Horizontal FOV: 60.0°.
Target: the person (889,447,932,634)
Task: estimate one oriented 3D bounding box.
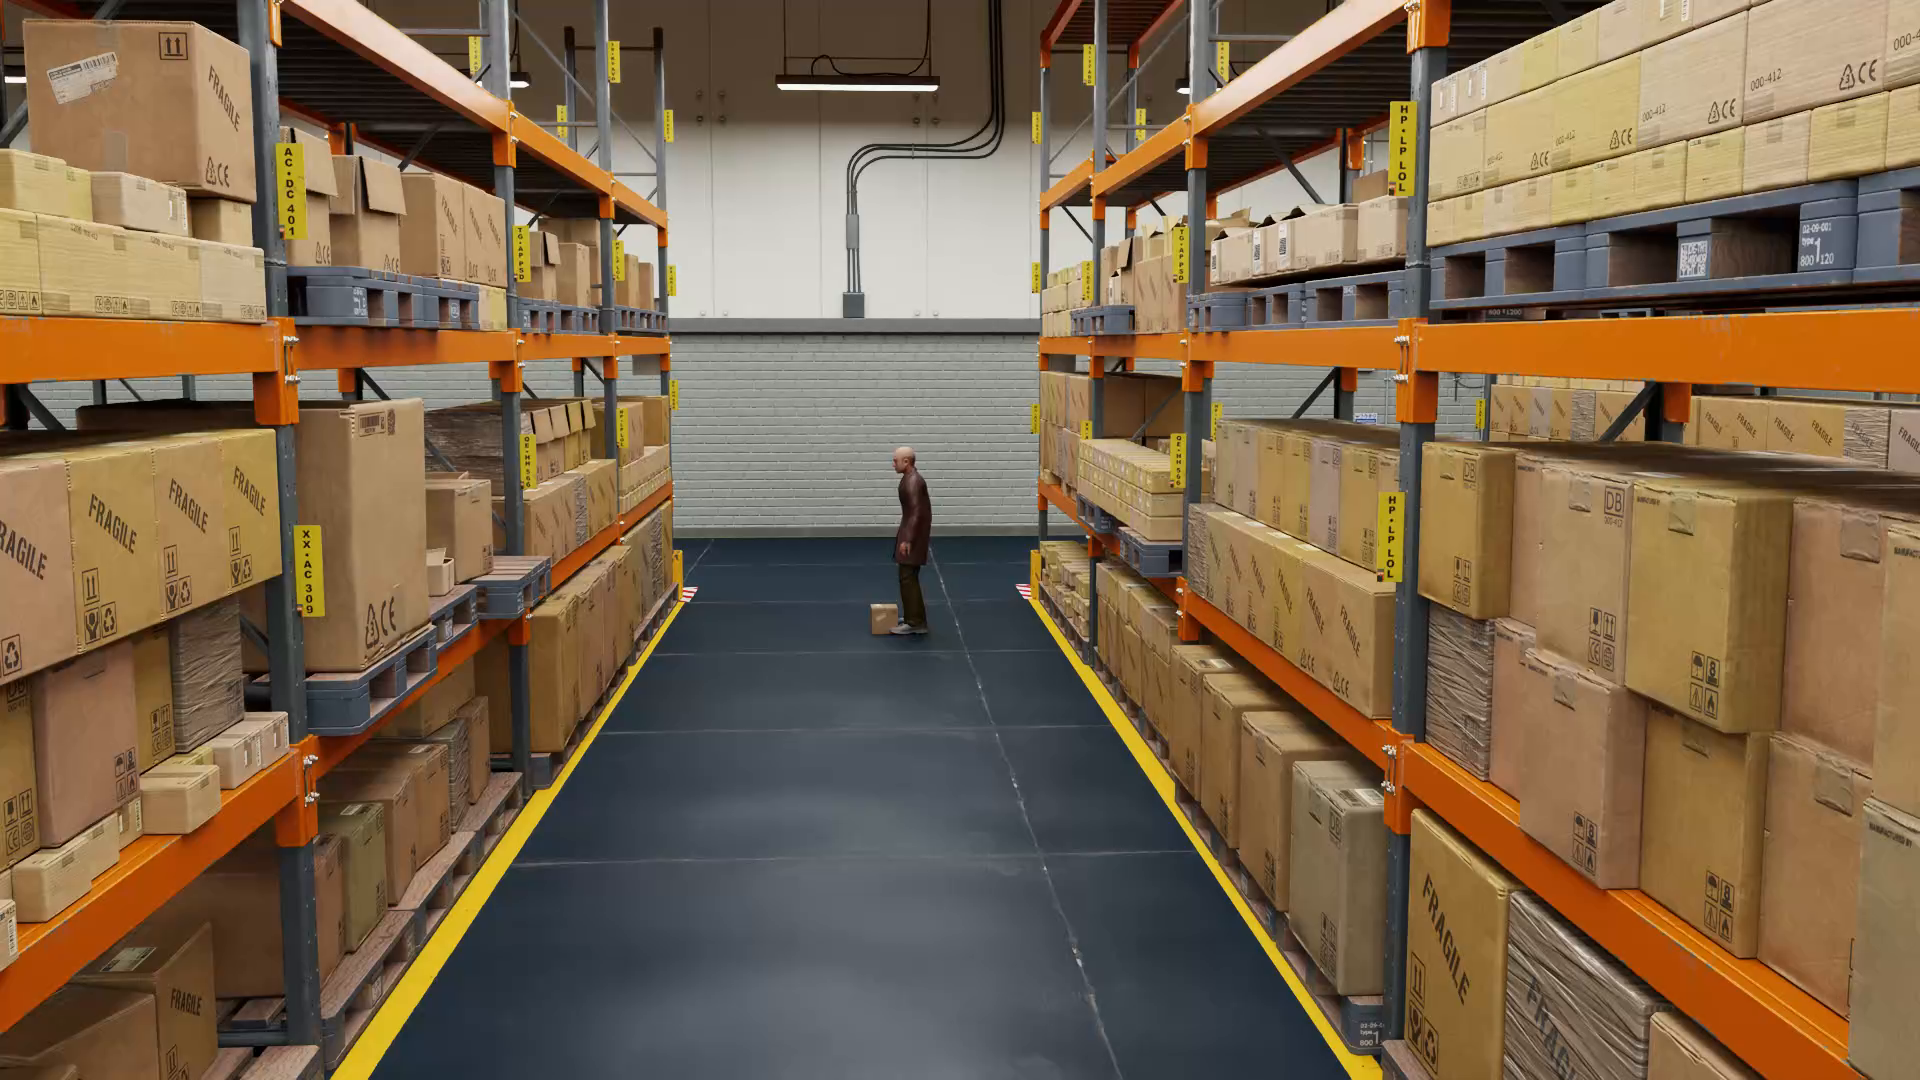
[{"bbox_3d":[-0.479,-0.004,15.834,0.425,1.774,0.644,0,7,-3],"label":"person"}]
